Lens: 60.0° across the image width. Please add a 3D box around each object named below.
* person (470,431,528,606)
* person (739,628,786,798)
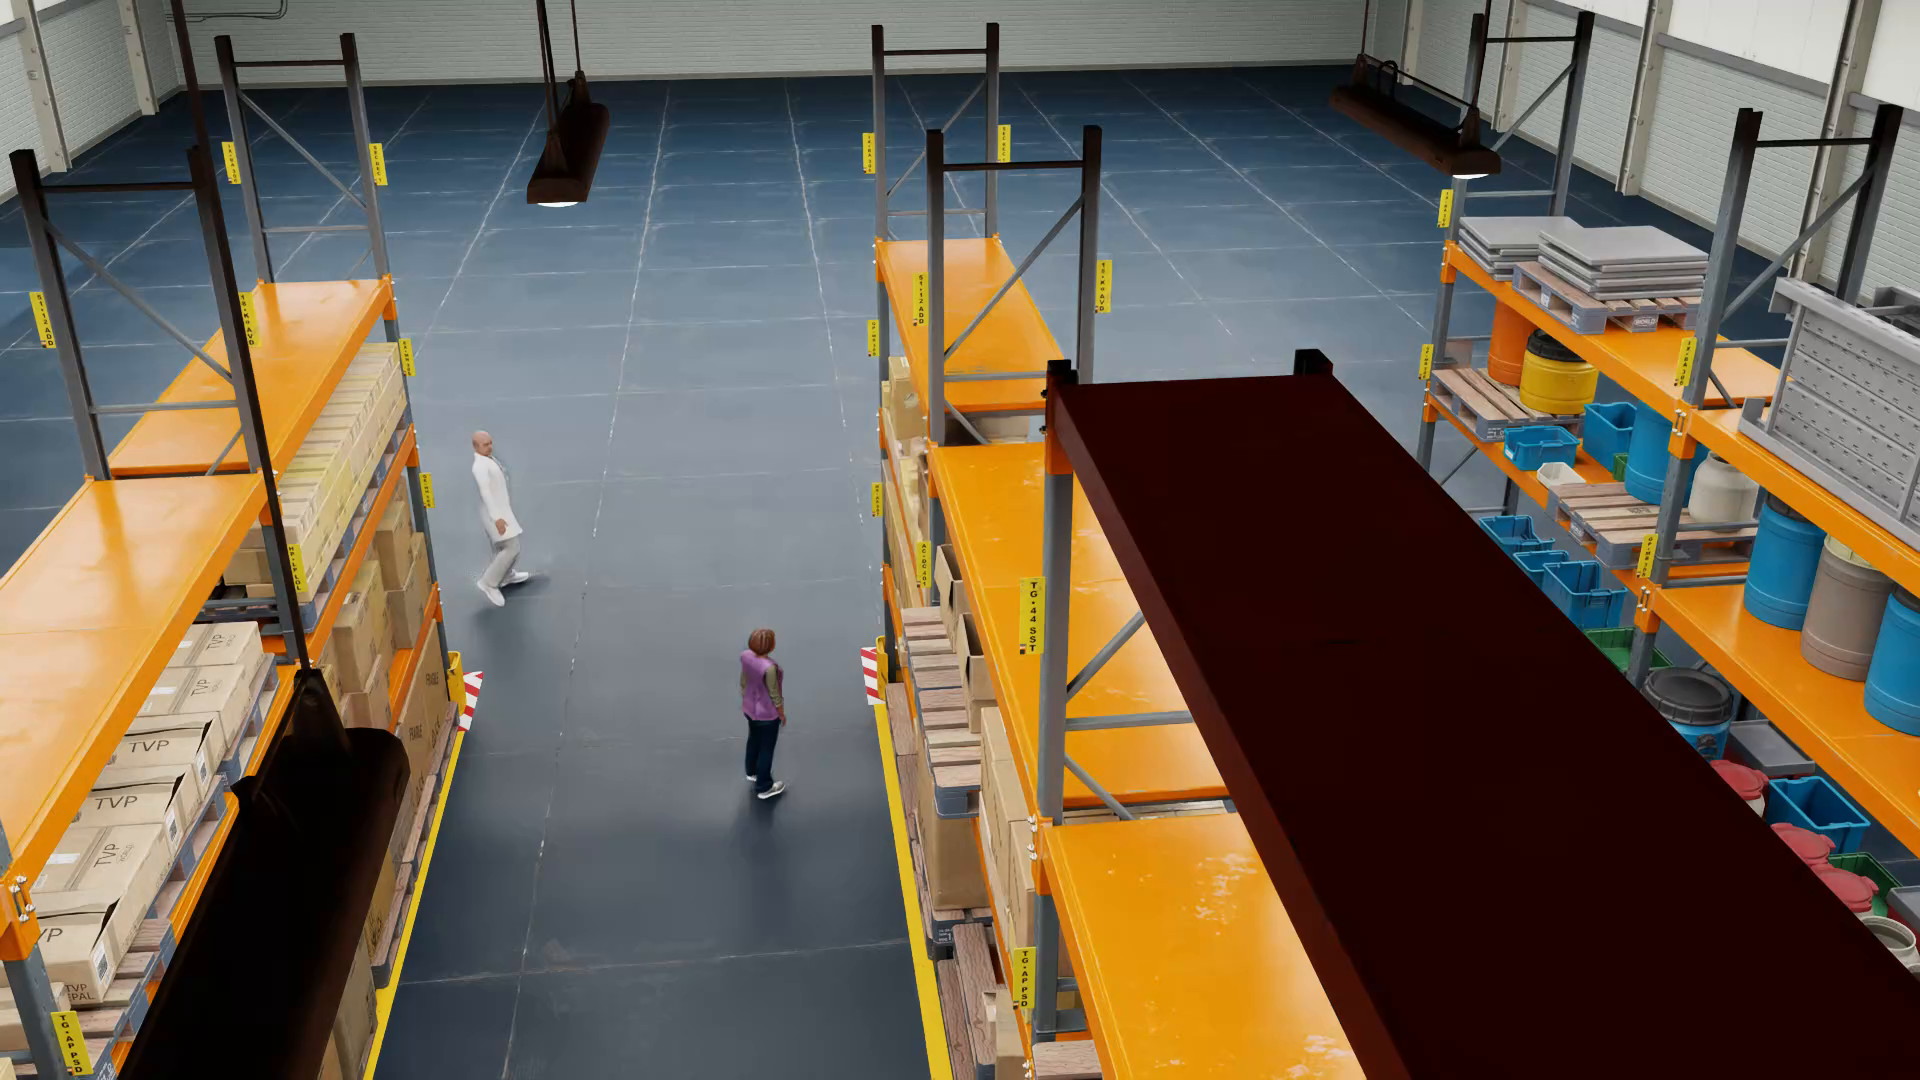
[{"bbox_3d":[-4.741,-0.260,16.967,0.565,1.776,0.663,-11,27,-21],"label":"person"},{"bbox_3d":[-1.616,1.397,13.719,0.387,1.610,0.508,-22,33,-38],"label":"person"}]
